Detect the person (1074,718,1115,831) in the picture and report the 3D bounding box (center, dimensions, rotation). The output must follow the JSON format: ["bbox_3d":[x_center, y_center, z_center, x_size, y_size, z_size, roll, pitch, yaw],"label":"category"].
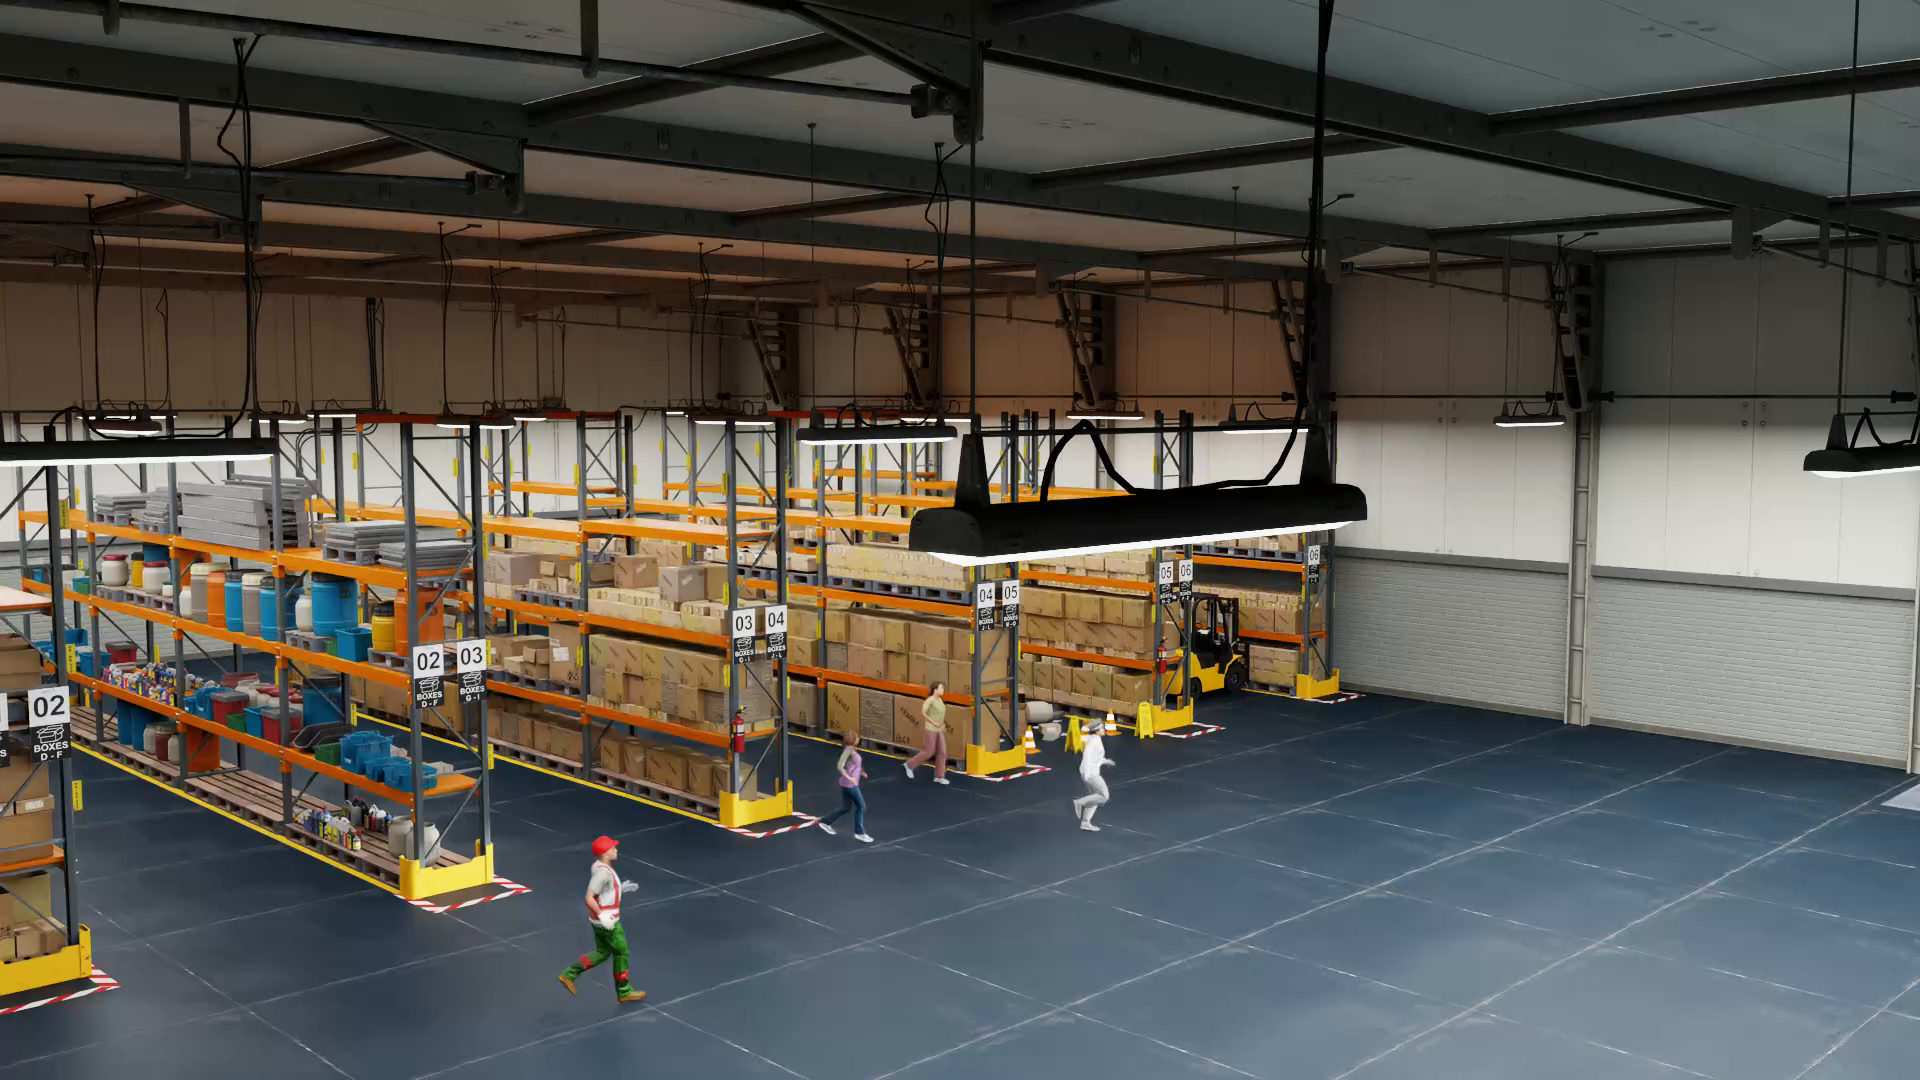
[{"bbox_3d":[1.966,3.420,24.245,0.620,1.646,0.654,0,5,-4],"label":"person"}]

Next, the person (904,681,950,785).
[{"bbox_3d":[-0.438,3.137,27.343,0.814,1.646,0.652,3,6,28],"label":"person"}]

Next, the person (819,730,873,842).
[{"bbox_3d":[-1.623,3.492,23.600,0.776,1.604,0.554,0,5,-5],"label":"person"}]

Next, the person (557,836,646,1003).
[{"bbox_3d":[-3.717,3.938,17.218,0.907,1.769,0.660,-2,5,-19],"label":"person"}]
